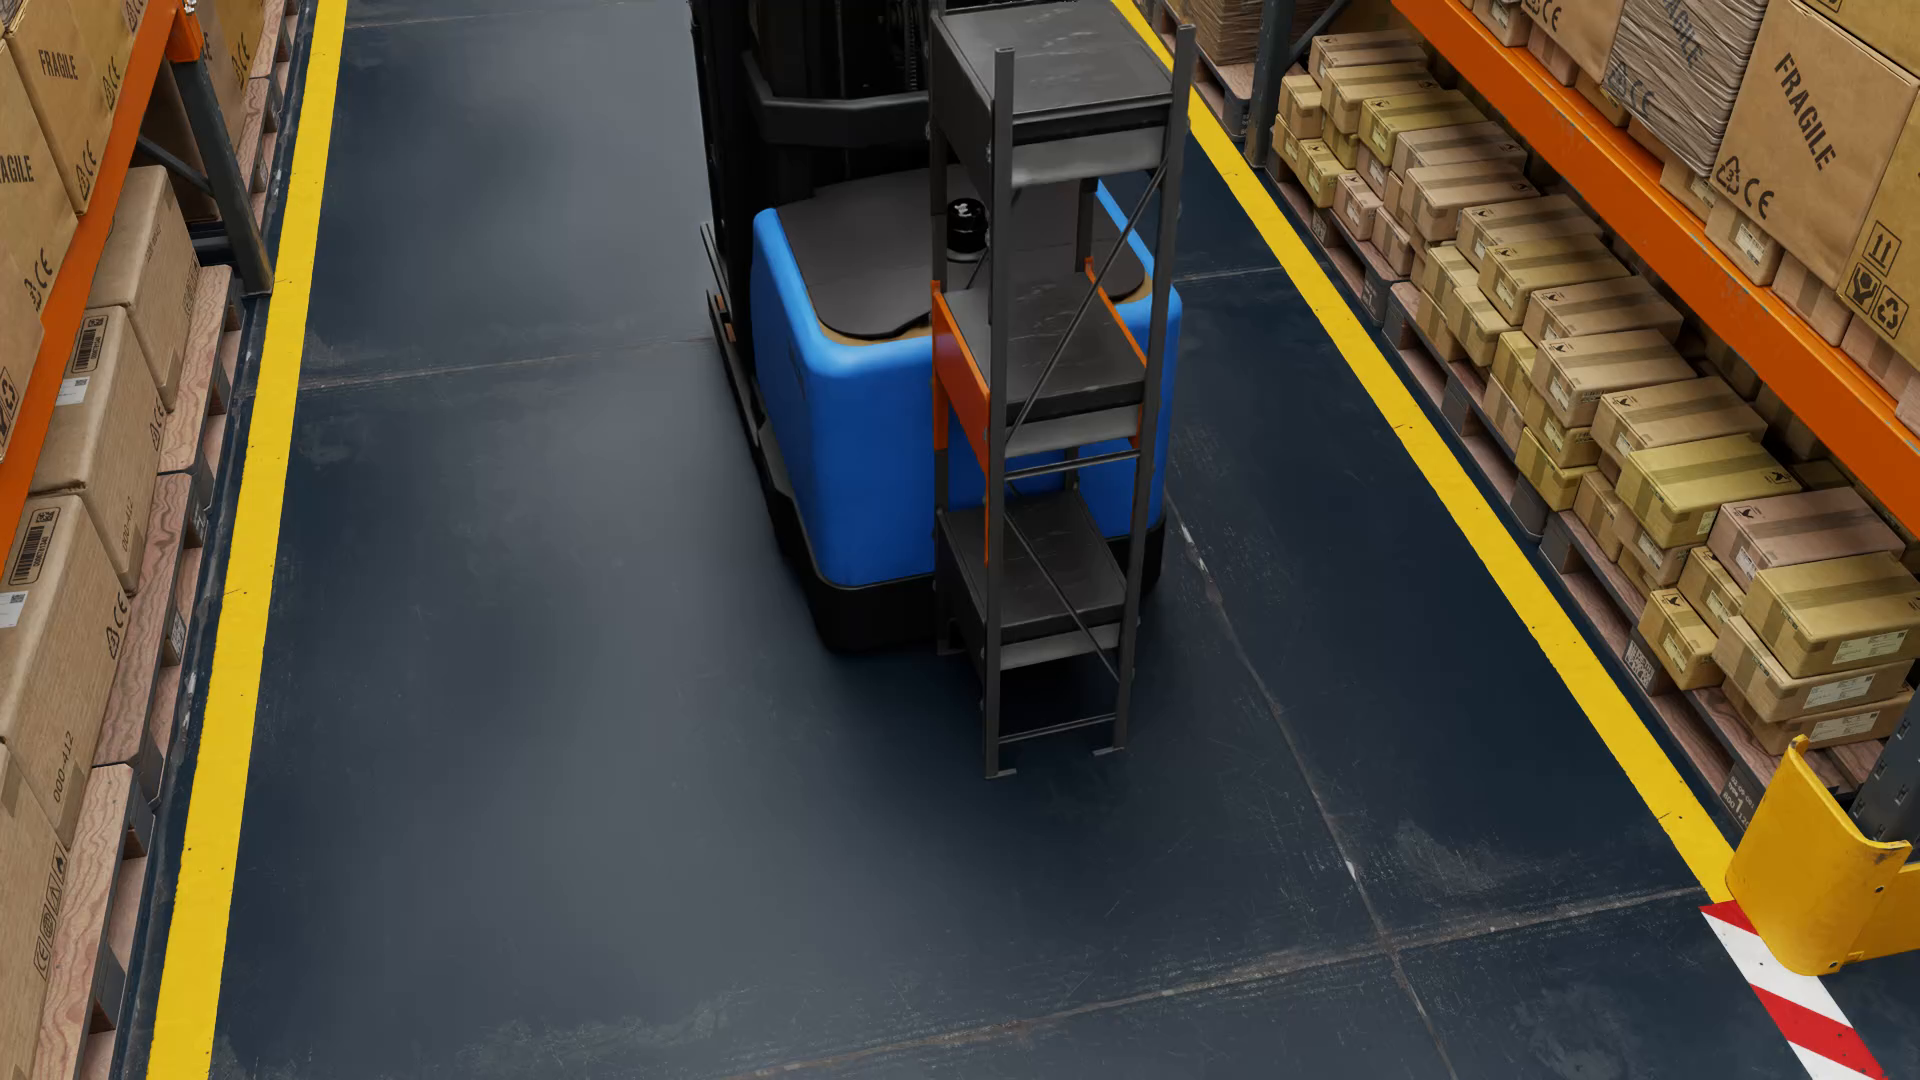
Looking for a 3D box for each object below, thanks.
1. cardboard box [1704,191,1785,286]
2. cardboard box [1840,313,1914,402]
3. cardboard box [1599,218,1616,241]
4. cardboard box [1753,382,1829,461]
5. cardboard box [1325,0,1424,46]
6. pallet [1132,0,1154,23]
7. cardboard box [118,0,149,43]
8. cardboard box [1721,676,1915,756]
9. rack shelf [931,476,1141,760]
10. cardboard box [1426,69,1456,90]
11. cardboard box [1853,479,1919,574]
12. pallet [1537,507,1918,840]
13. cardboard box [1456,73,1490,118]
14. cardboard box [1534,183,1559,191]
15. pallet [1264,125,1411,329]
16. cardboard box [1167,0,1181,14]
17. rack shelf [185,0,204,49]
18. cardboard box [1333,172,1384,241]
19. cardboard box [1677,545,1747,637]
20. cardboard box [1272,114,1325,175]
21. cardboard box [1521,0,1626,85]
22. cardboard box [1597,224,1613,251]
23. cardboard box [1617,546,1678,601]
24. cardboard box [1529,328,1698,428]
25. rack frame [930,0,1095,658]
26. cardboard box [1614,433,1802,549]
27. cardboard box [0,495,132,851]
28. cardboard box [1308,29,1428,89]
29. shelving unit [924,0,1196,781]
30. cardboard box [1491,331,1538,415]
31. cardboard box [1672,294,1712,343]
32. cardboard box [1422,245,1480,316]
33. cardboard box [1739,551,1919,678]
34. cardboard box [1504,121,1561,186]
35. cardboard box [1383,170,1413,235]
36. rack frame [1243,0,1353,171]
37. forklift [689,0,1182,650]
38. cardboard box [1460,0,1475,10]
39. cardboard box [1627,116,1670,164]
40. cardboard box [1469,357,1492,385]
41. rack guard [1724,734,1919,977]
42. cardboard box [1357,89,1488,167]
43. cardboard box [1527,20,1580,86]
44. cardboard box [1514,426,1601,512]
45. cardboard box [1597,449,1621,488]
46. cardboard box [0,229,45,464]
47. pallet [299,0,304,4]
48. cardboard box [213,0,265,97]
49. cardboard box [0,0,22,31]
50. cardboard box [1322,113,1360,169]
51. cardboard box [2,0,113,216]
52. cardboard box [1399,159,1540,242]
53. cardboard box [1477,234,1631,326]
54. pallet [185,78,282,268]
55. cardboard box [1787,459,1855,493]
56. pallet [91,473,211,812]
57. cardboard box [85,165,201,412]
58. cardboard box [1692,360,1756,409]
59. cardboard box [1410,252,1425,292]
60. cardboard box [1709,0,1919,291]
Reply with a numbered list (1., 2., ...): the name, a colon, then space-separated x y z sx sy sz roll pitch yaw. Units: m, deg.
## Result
1. cardboard box: 2.062 -0.762 4.038 0.380 0.149 0.250 -7 42 -8
2. cardboard box: 2.208 -0.439 3.674 0.380 0.149 0.250 -8 42 -9
3. cardboard box: 2.393 -1.074 5.583 0.380 0.149 0.250 -10 43 -11
4. cardboard box: 2.550 -0.389 4.812 0.380 0.149 0.250 -10 43 -11
5. cardboard box: 1.808 -2.528 7.405 0.500 0.500 0.500 -7 42 -8
6. pallet: 1.272 -3.043 8.519 1.003 0.211 1.213 -8 42 -9
7. cardboard box: -2.753 -1.787 4.928 0.500 0.500 0.500 -8 42 -9
8. cardboard box: 2.255 0.402 4.369 0.380 0.149 0.250 -8 42 -9
9. rack shelf: 0.194 0.207 4.510 0.431 0.518 0.480 -11 43 -12
10. cardboard box: 2.087 -1.832 6.661 0.380 0.149 0.250 -8 42 -8
11. cardboard box: 2.614 -0.059 4.440 0.380 0.149 0.250 -8 42 -9
12. pallet: 2.415 0.266 4.791 1.003 0.211 1.213 -8 42 -9
13. cardboard box: 2.133 -1.749 6.343 0.380 0.149 0.250 -8 42 -9
14. cardboard box: 2.191 -1.311 6.074 0.380 0.149 0.250 -8 42 -9
15. pallet: 1.888 -1.315 6.573 1.003 0.211 1.213 -8 42 -9
16. cardboard box: 1.192 -2.787 7.697 0.500 0.500 0.500 -9 42 -10
17. rack shelf: -3.535 -3.041 6.958 1.077 0.370 4.000 -8 42 -9
18. cardboard box: 1.635 -1.271 6.254 0.380 0.149 0.250 -9 42 -9
19. cardboard box: 2.175 0.124 4.458 0.380 0.149 0.250 -9 42 -10
20. cardboard box: 1.473 -1.597 6.621 0.380 0.149 0.250 -10 43 -11
21. cardboard box: 1.901 -1.585 4.477 0.500 0.500 0.500 -6 42 -7
22. cardboard box: 2.303 -0.972 5.692 0.380 0.149 0.250 -10 43 -11
23. cardboard box: 2.127 0.066 4.747 0.380 0.149 0.250 -9 42 -9
24. cardboard box: 1.926 -0.480 4.914 0.380 0.149 0.250 -7 42 -8
25. rack frame: 0.127 -0.482 4.212 0.400 2.100 0.015 -11 43 -12
26. cardboard box: 2.032 -0.137 4.528 0.380 0.149 0.250 -9 42 -10
27. cardboard box: -2.686 0.375 4.182 0.875 0.438 0.875 -7 42 -8
28. cardboard box: 1.581 -1.849 6.456 0.380 0.149 0.250 -7 42 -8
29. shelving unit: 0.194 -0.327 4.036 0.431 2.100 0.503 -11 43 -12
30. cardboard box: 1.904 -0.538 5.204 0.380 0.149 0.250 -6 42 -7
31. cardboard box: 2.487 -0.748 5.216 0.380 0.149 0.250 -8 42 -9
32. cardboard box: 1.789 -0.876 5.585 0.380 0.149 0.250 -9 42 -10
33. cardboard box: 2.210 0.184 4.166 0.380 0.149 0.250 -8 42 -9
34. cardboard box: 2.174 -1.409 5.961 0.380 0.149 0.250 -7 42 -8
35. cardboard box: 1.760 -1.230 5.984 0.380 0.149 0.250 -10 43 -11
36. rack frame: 1.708 -2.789 6.132 1.000 3.000 0.127 -8 42 -9
37. forklift: -0.288 -1.771 5.037 1.130 2.935 3.031 -11 43 -12
38. cardboard box: 1.731 -1.792 5.199 0.380 0.149 0.250 -8 42 -8
39. cardboard box: 2.033 -1.120 4.442 0.380 0.149 0.250 -10 43 -11
40. cardboard box: 1.924 -0.603 5.501 0.380 0.149 0.250 -7 42 -8
41. rack guard: 2.555 0.690 4.096 1.175 0.500 0.348 -8 42 -9
42. cardboard box: 1.685 -1.505 6.069 0.380 0.149 0.250 -9 42 -10
43. cardboard box: 1.885 -1.450 4.814 0.380 0.149 0.250 -7 42 -8
44. cardboard box: 1.945 -0.248 5.101 0.380 0.149 0.250 -10 43 -11
45. cardboard box: 2.108 -0.225 4.851 0.380 0.149 0.250 -9 42 -10
46. cardboard box: -2.292 -0.467 3.441 0.500 0.500 0.500 -9 42 -10
47. pallet: -3.870 -3.042 8.518 1.003 0.211 1.213 -8 42 -9
48. cardboard box: -3.518 -2.351 6.923 0.875 0.875 0.875 -7 42 -8
49. cardboard box: -2.511 -1.500 3.852 0.500 0.500 0.500 -8 42 -9
50. cardboard box: 1.617 -1.559 6.353 0.380 0.149 0.250 -8 42 -9
51. cardboard box: -2.514 -1.131 4.189 0.500 0.500 0.500 -9 42 -10
52. cardboard box: 1.739 -1.163 5.683 0.380 0.149 0.250 -7 42 -8
53. cardboard box: 1.893 -0.832 5.311 0.380 0.149 0.250 -8 42 -9
54. pallet: -3.343 -1.460 6.736 1.003 0.211 1.213 -8 42 -9
55. cardboard box: 2.566 -0.106 4.717 0.380 0.149 0.250 -8 42 -9
56. pallet: -2.749 0.326 4.724 1.003 0.211 1.213 -8 42 -9
57. cardboard box: -3.072 -0.790 5.494 0.875 0.438 0.875 -9 42 -10
58. cardboard box: 2.467 -0.446 5.100 0.380 0.149 0.250 -10 43 -11
59. cardboard box: 1.831 -0.944 5.886 0.380 0.149 0.250 -10 43 -11
60. cardboard box: 2.117 -0.933 3.743 0.500 0.500 0.500 -9 42 -10
